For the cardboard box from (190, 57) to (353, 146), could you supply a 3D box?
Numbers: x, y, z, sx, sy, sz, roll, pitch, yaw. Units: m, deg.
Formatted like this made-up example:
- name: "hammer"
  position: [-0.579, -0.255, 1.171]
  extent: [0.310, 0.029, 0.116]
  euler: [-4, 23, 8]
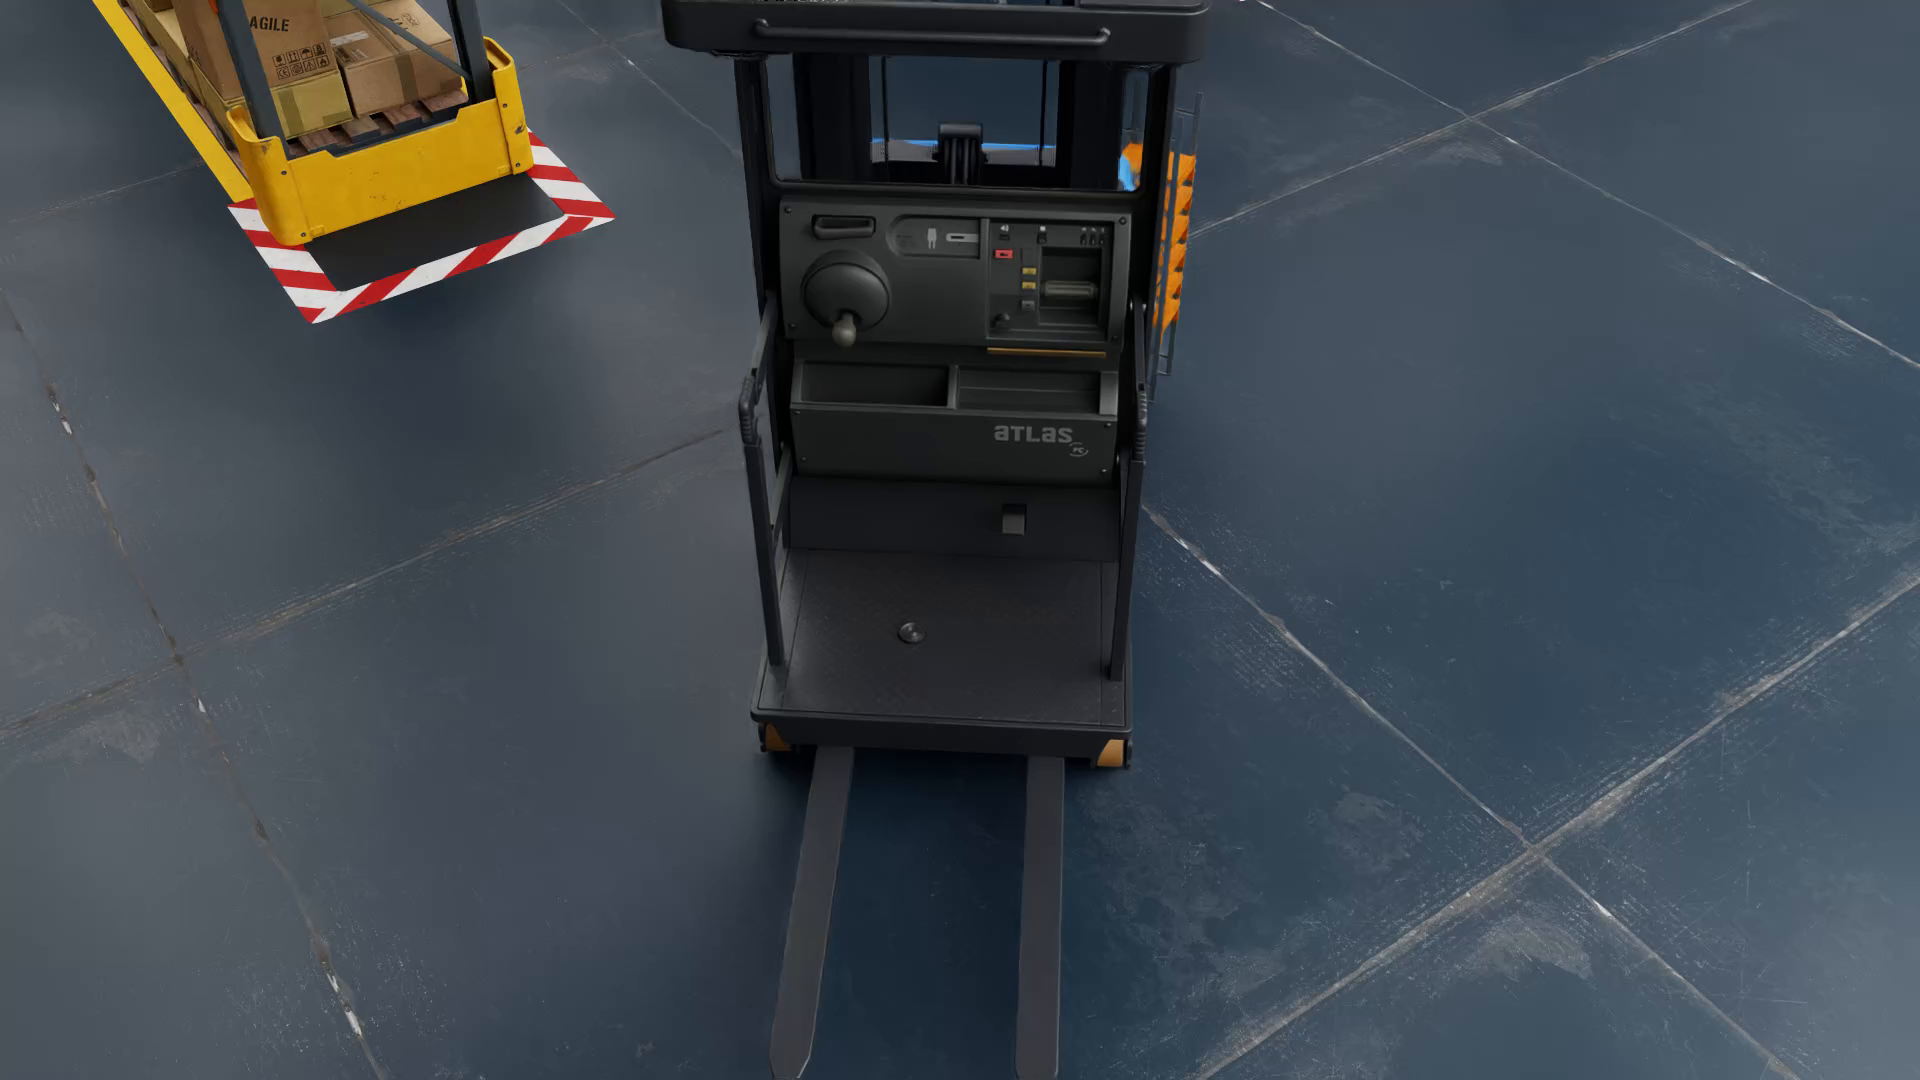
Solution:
- name: "cardboard box"
  position: [-3.044, -1.999, 7.359]
  extent: [0.500, 0.250, 0.500]
  euler: [-26, 49, -24]

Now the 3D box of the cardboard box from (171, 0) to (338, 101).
- name: "cardboard box"
  position: [-3.046, -2.269, 7.099]
  extent: [0.500, 0.500, 0.500]
  euler: [-26, 49, -24]

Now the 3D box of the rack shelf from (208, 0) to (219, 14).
- name: "rack shelf"
  position: [-3.639, -3.527, 7.793]
  extent: [1.077, 0.370, 4.000]
  euler: [-26, 49, -24]

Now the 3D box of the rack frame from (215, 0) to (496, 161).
- name: "rack frame"
  position: [-2.495, -2.655, 6.358]
  extent: [1.000, 3.000, 0.127]
  euler: [-26, 49, -24]

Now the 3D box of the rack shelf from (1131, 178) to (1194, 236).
- name: "rack shelf"
  position: [0.666, -1.186, 5.840]
  extent: [0.258, 0.103, 0.180]
  euler: [18, 46, 18]

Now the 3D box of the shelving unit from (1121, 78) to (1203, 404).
- name: "shelving unit"
  position: [0.666, -1.044, 5.975]
  extent: [0.258, 1.200, 0.189]
  euler: [18, 46, 18]

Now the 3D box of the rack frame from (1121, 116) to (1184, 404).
- name: "rack frame"
  position: [0.626, -0.988, 5.915]
  extent: [0.240, 1.200, 0.006]
  euler: [18, 46, 18]

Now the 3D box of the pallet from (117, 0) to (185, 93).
- name: "pallet"
  position: [-3.661, -2.753, 8.481]
  extent: [1.003, 0.211, 1.213]
  euler: [-26, 49, -24]

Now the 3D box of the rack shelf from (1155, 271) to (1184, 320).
- name: "rack shelf"
  position: [0.666, -0.925, 6.088]
  extent: [0.258, 0.103, 0.180]
  euler: [18, 46, 18]

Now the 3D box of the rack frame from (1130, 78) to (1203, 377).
- name: "rack frame"
  position: [0.705, -1.101, 6.035]
  extent: [0.240, 1.200, 0.006]
  euler: [18, 46, 18]

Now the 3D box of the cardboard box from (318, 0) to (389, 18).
- name: "cardboard box"
  position: [-2.907, -2.757, 7.610]
  extent: [0.500, 0.500, 0.500]
  euler: [-26, 49, -24]

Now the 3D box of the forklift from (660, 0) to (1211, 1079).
- name: "forklift"
  position: [-0.027, -0.613, 4.270]
  extent: [1.130, 2.935, 3.031]
  euler: [2, 44, 3]

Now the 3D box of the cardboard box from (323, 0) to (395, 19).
- name: "cardboard box"
  position: [-2.909, -2.485, 7.868]
  extent: [0.500, 0.250, 0.500]
  euler: [-26, 49, -24]

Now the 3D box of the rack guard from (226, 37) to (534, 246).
- name: "rack guard"
  position: [-2.482, -1.737, 7.207]
  extent: [1.175, 0.500, 0.348]
  euler: [-26, 49, -24]

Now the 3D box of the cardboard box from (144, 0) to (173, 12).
- name: "cardboard box"
  position: [-3.630, -2.830, 7.686]
  extent: [0.500, 0.500, 0.500]
  euler: [-26, 49, -24]

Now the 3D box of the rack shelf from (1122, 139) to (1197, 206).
- name: "rack shelf"
  position: [0.666, -1.273, 5.757]
  extent: [0.258, 0.103, 0.180]
  euler: [18, 46, 18]

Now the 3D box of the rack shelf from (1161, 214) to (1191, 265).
- name: "rack shelf"
  position: [0.666, -1.099, 5.923]
  extent: [0.258, 0.103, 0.180]
  euler: [18, 46, 18]

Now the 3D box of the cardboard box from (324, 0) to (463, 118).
- name: "cardboard box"
  position: [-2.620, -2.204, 7.573]
  extent: [0.500, 0.250, 0.500]
  euler: [-26, 49, -24]

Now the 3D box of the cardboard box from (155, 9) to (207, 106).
- name: "cardboard box"
  position: [-3.340, -2.277, 7.650]
  extent: [0.500, 0.250, 0.500]
  euler: [-26, 49, -24]

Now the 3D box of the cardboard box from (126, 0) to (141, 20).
- name: "cardboard box"
  position: [-3.912, -2.844, 8.244]
  extent: [0.500, 0.250, 0.500]
  euler: [-26, 49, -24]

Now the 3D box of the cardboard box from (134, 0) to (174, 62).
- name: "cardboard box"
  position: [-3.628, -2.560, 7.946]
  extent: [0.500, 0.250, 0.500]
  euler: [-26, 49, -24]

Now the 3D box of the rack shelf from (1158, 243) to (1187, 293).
- name: "rack shelf"
  position: [0.666, -1.012, 6.005]
  extent: [0.258, 0.103, 0.180]
  euler: [18, 46, 18]

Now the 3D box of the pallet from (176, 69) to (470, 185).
- name: "pallet"
  position: [-2.967, -2.063, 7.758]
  extent: [1.003, 0.211, 1.213]
  euler: [-26, 49, -24]

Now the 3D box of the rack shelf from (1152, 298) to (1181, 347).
- name: "rack shelf"
  position: [0.666, -0.838, 6.171]
  extent: [0.258, 0.103, 0.180]
  euler: [18, 46, 18]
